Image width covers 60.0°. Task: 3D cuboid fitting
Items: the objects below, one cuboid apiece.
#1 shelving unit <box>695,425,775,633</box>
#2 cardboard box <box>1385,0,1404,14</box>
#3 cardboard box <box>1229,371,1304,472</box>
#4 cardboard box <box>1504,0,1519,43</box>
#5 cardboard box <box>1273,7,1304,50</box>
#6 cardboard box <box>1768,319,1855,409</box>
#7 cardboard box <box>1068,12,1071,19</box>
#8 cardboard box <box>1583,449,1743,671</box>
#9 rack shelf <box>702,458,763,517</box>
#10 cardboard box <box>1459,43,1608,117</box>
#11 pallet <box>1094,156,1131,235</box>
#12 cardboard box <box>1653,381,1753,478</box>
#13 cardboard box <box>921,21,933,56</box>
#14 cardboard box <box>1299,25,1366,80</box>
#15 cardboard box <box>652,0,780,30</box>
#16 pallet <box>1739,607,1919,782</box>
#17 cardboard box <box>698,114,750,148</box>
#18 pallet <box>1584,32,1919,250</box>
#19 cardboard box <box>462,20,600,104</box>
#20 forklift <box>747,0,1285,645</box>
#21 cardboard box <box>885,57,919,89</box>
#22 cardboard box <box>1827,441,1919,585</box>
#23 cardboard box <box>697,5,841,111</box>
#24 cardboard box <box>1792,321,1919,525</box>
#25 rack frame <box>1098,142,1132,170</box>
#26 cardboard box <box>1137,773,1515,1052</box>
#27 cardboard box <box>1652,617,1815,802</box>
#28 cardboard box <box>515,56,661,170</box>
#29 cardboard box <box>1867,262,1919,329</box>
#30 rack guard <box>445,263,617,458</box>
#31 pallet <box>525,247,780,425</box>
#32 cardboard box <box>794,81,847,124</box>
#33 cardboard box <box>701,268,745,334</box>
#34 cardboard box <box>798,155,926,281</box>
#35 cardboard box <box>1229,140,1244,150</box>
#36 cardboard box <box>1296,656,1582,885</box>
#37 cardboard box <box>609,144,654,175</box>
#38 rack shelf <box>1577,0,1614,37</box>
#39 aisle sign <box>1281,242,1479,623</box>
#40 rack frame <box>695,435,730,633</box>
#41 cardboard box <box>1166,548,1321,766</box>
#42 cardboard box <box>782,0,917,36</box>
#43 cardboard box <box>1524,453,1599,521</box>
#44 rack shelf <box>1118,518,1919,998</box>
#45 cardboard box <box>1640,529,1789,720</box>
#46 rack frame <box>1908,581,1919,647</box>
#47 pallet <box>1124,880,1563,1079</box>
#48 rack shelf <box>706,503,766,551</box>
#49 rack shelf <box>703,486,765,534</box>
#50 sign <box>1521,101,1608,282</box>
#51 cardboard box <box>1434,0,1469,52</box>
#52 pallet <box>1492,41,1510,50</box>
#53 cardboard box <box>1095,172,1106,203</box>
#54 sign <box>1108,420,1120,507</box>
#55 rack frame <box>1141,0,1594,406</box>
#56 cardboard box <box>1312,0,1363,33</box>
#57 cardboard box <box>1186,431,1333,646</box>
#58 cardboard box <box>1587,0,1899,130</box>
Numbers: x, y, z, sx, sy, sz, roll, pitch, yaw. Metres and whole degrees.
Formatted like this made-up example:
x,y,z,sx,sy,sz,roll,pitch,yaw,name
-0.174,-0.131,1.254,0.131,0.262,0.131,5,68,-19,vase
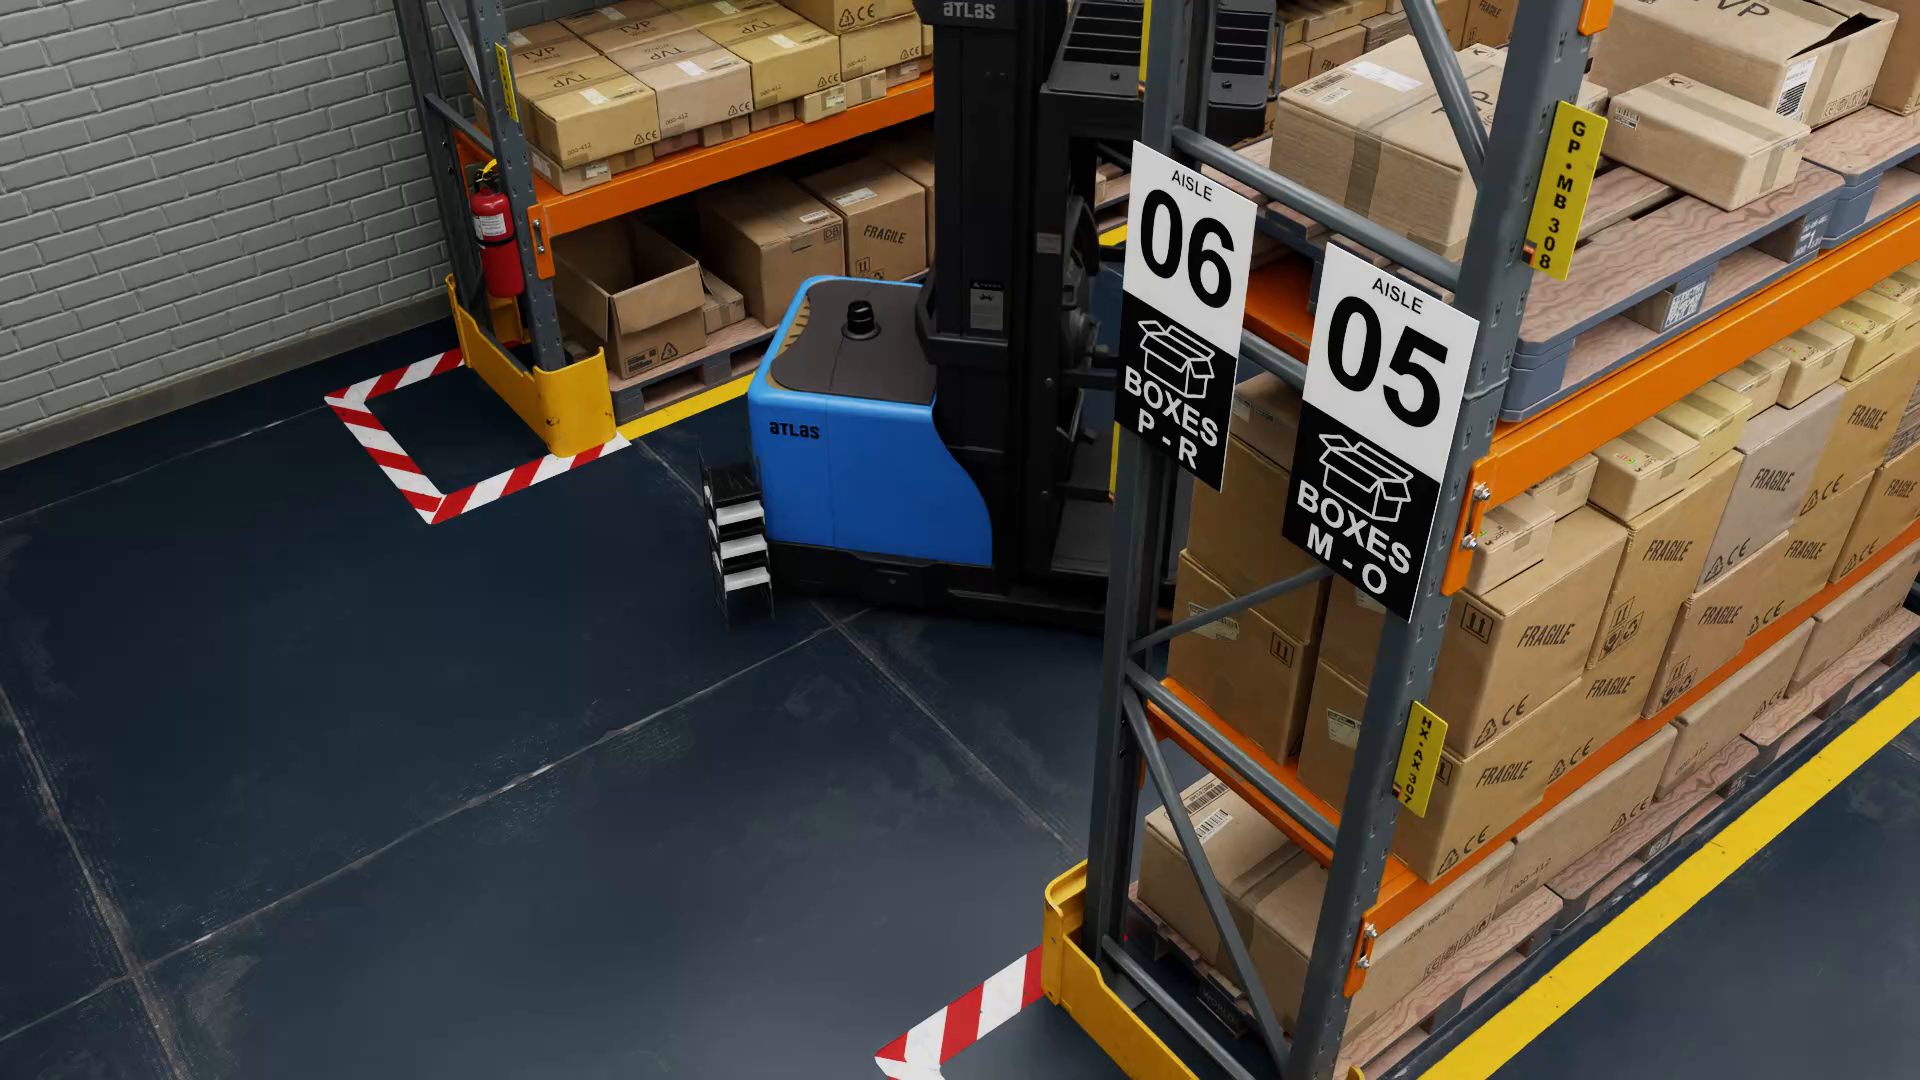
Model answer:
x,y,z,sx,sy,sz,roll,pitch,yaw,name
-0.952,-0.037,7.085,0.210,0.900,0.258,-13,41,-16,shelving unit
2.778,-3.603,10.905,0.250,0.149,0.380,-28,47,-30,cardboard box
0.931,-0.302,4.374,0.250,0.149,0.380,-25,46,-28,cardboard box
3.880,-3.897,11.776,0.500,0.500,0.500,-25,45,-27,cardboard box
1.937,-3.242,10.466,0.250,0.149,0.380,-27,46,-29,cardboard box
2.256,-0.554,4.682,0.250,0.149,0.380,-26,46,-28,cardboard box
0.429,-2.856,9.064,0.250,0.149,0.380,-25,45,-27,cardboard box
1.728,-0.057,4.587,0.500,0.500,0.500,-27,47,-29,cardboard box
-0.952,-0.220,6.935,0.200,0.077,0.258,-13,41,-16,rack shelf
1.354,-1.072,4.114,0.250,0.149,0.380,-30,48,-31,cardboard box
0.367,-2.084,10.124,1.213,0.211,1.003,-26,46,-28,pallet
1.857,-0.351,4.434,0.250,0.149,0.380,-28,47,-29,cardboard box
-0.135,-2.777,8.654,0.500,0.250,0.500,-26,46,-28,cardboard box
2.248,-3.098,10.801,0.500,0.500,0.500,-27,47,-29,cardboard box
-1.251,-2.637,8.483,0.500,0.250,0.500,-25,45,-27,cardboard box
3.289,0.400,7.096,1.213,0.211,1.003,-26,46,-28,pallet
-1.233,-2.081,8.119,0.250,0.149,0.380,-25,45,-27,cardboard box
2.318,-1.278,4.648,1.213,0.211,1.003,-26,46,-28,pallet
-2.056,-2.249,8.011,0.500,0.250,0.500,-25,45,-27,cardboard box
0.675,-1.045,6.712,3.031,2.935,1.130,7,40,8,forklift
-0.421,-2.492,8.621,0.250,0.149,0.380,-26,46,-28,cardboard box
2.934,-0.260,5.623,0.500,0.500,0.500,-27,46,-29,cardboard box
-0.936,-2.371,8.158,0.500,0.250,0.500,-27,46,-29,cardboard box
2.526,-0.453,5.070,0.500,0.500,0.500,-26,46,-28,cardboard box
0.912,-3.427,9.563,0.127,3.000,1.000,-26,46,-28,rack frame
1.231,1.136,5.689,0.875,0.438,0.875,-28,47,-29,cardboard box
2.667,0.431,6.549,0.875,0.438,0.875,-27,47,-29,cardboard box
-1.735,-1.978,7.680,0.500,0.250,0.500,-26,46,-28,cardboard box
2.652,-0.764,4.938,0.250,0.149,0.380,-26,46,-28,cardboard box
-2.199,-0.944,8.507,0.348,0.500,1.175,-26,46,-28,rack guard
-1.567,-1.141,8.975,1.213,0.211,1.003,-26,46,-28,pallet
-0.780,-2.246,8.321,0.250,0.149,0.380,-27,47,-29,cardboard box
-1.356,-1.275,8.855,0.250,0.149,0.380,-28,47,-30,cardboard box
-0.535,-1.731,9.134,0.500,0.500,0.500,-25,46,-27,cardboard box
1.433,-2.697,10.312,0.500,0.500,0.500,-24,45,-26,cardboard box
1.324,0.534,4.655,0.500,0.500,0.500,-26,46,-28,cardboard box
-1.658,-1.895,7.893,0.250,0.149,0.380,-25,45,-27,cardboard box
2.354,-2.046,4.032,4.000,0.370,1.077,-26,46,-28,rack shelf
0.888,-0.218,3.601,0.004,0.787,0.394,-26,46,-28,aisle sign
-1.048,-0.014,7.058,0.006,0.900,0.240,-13,41,-16,rack frame
0.989,0.255,4.995,0.500,0.500,0.500,-26,46,-28,cardboard box
-0.546,-2.848,8.149,0.500,0.500,0.500,-25,45,-27,cardboard box
1.383,-0.198,4.247,0.250,0.149,0.380,-25,45,-27,cardboard box
2.354,0.119,5.807,4.000,0.370,1.077,-26,46,-28,rack shelf
2.122,0.137,5.139,0.500,0.500,0.500,-26,46,-28,cardboard box
3.940,-0.932,6.522,0.127,3.000,1.000,-26,46,-28,rack frame
1.355,1.343,5.946,1.213,0.211,1.003,-26,46,-28,pallet
-0.952,-0.081,7.049,0.200,0.077,0.258,-13,41,-16,rack shelf
-0.952,-0.150,6.992,0.200,0.077,0.258,-13,41,-16,rack shelf
1.102,-0.633,3.040,0.005,0.325,0.100,-26,46,-28,sign
3.063,-3.506,11.298,0.500,0.500,0.500,-24,45,-26,cardboard box
3.469,-3.625,12.003,1.213,0.211,1.003,-26,46,-28,pallet
0.650,-2.124,9.891,0.250,0.149,0.380,-27,47,-29,cardboard box
0.449,-0.204,4.534,0.005,0.325,0.100,-26,46,-28,sign
0.768,-1.706,2.734,0.127,3.000,1.000,-26,46,-28,rack frame
2.356,-3.415,10.676,0.250,0.149,0.380,-24,45,-27,cardboard box
1.005,-0.118,4.661,0.500,0.500,0.500,-24,45,-27,cardboard box
1.986,-1.266,4.224,0.500,0.311,0.500,-25,46,-27,cardboard box
